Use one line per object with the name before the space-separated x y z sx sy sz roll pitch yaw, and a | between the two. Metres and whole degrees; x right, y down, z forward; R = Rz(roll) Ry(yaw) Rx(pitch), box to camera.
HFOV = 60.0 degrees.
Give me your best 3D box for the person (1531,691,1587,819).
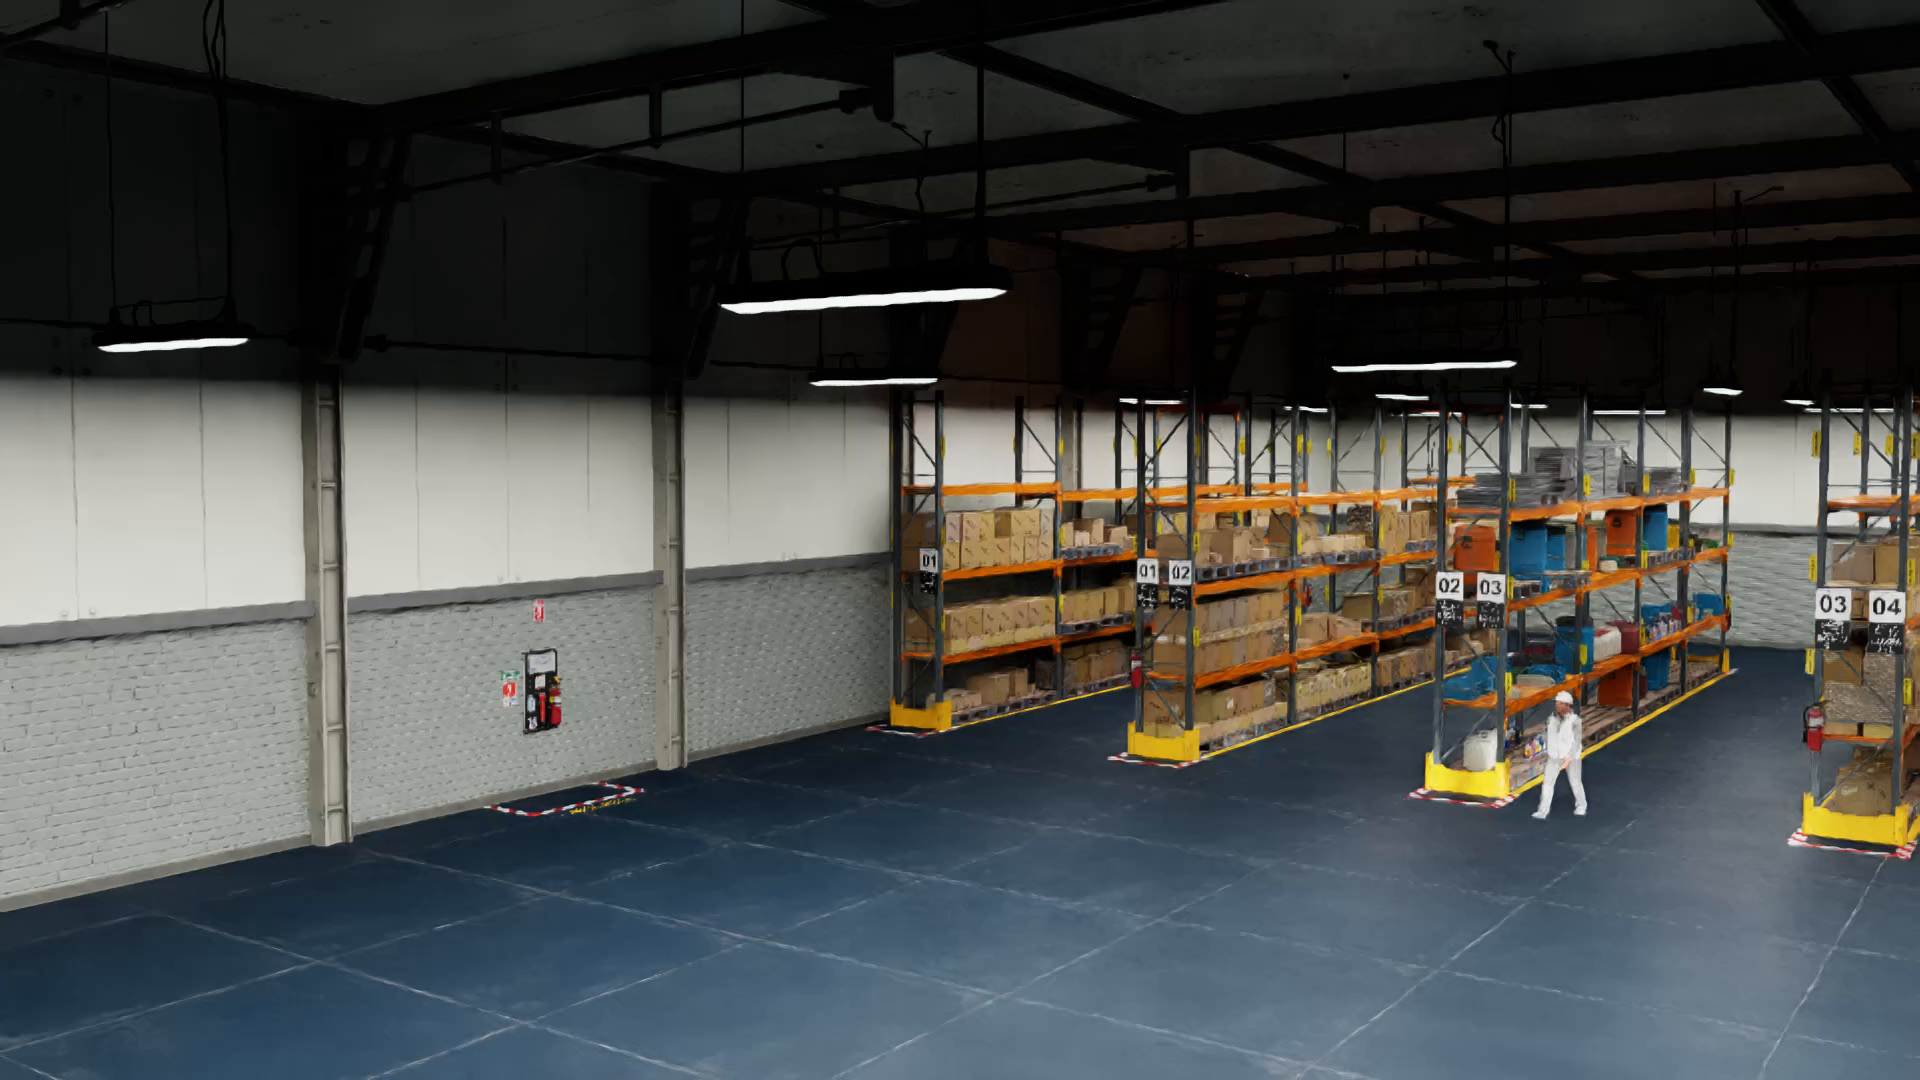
person | 8.094 2.880 22.302 0.539 1.715 1.031 3 4 44
